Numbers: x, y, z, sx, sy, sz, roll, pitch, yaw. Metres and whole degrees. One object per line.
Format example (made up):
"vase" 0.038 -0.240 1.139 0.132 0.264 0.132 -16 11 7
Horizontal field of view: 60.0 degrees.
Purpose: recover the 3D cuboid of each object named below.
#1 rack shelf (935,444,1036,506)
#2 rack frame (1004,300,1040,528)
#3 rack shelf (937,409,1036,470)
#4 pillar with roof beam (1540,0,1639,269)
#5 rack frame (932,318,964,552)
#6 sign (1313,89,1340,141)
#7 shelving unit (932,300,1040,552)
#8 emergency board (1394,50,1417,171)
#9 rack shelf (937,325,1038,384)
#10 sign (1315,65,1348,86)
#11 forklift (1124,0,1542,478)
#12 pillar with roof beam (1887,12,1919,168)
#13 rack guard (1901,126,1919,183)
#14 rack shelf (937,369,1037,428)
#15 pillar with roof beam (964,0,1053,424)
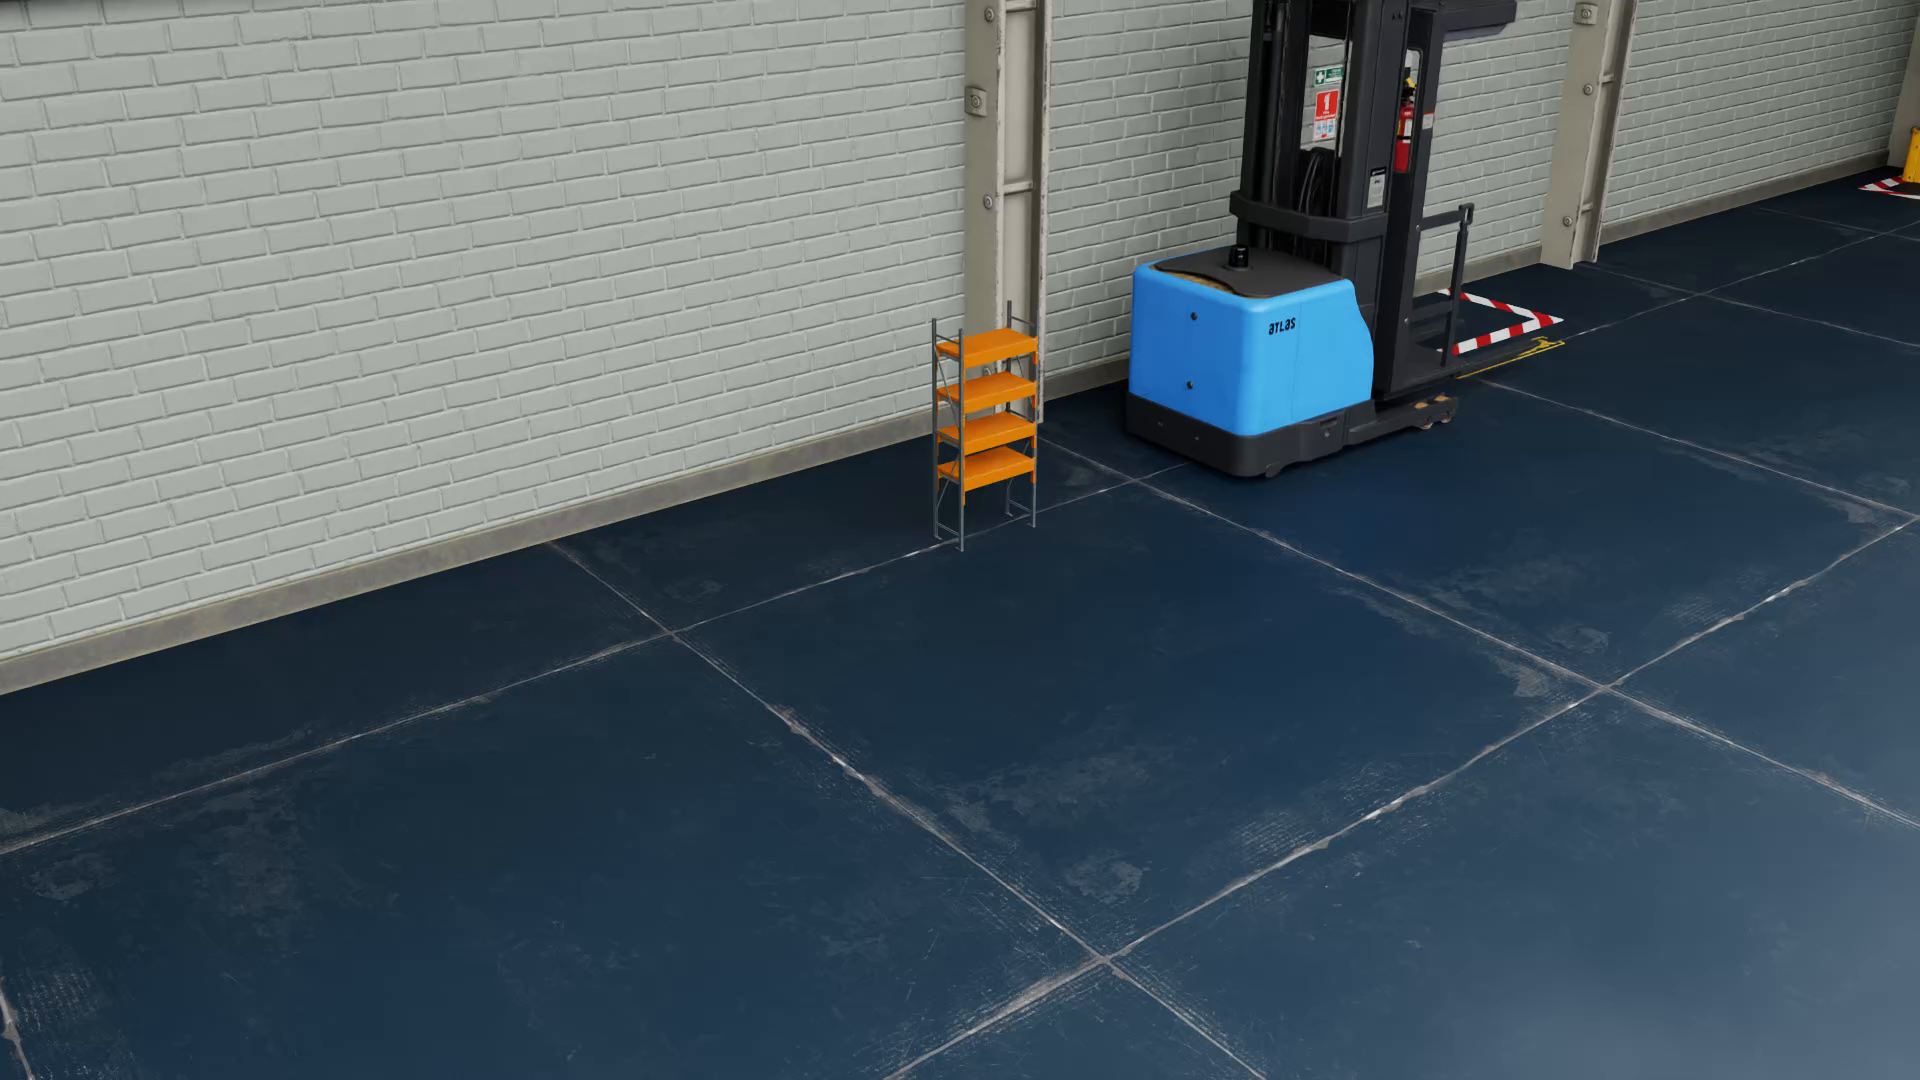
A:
"rack shelf" 0.130 -0.346 8.702 0.480 0.148 0.258 -18 31 -34
"rack frame" 0.322 -0.651 8.727 0.015 1.200 0.240 -18 31 -34
"rack shelf" 0.130 -0.526 8.618 0.480 0.148 0.258 -18 31 -34
"pillar with roof beam" 7.649 -4.949 8.724 0.400 9.000 9.100 -18 31 -34
"rack frame" -0.062 -0.524 8.453 0.015 1.200 0.240 -18 31 -34
"sign" 2.526 -2.931 11.460 0.234 0.329 0.001 -18 31 -34
"shelving unit" 0.130 -0.587 8.590 0.503 1.200 0.258 -18 31 -34
"emergency board" 3.025 -3.024 11.703 0.643 1.169 0.194 -18 31 -34
"rack shelf" 0.130 -0.944 8.425 0.480 0.148 0.258 -18 31 -34
"sign" 2.535 -3.170 11.345 0.331 0.109 0.001 -18 31 -34
"forklift" 2.466 -2.164 9.931 3.031 2.935 1.130 -18 30 -34
"pillar with roof beam" 12.371 -6.507 12.082 0.400 9.000 9.100 -18 31 -34
"rack guard" 9.757 -3.630 15.977 0.348 0.500 1.175 -18 31 -34
"rack shelf" 0.130 -0.729 8.524 0.480 0.148 0.258 -18 31 -34
"pillar with roof beam" 2.928 -3.390 5.365 0.400 9.000 9.100 -18 31 -34
